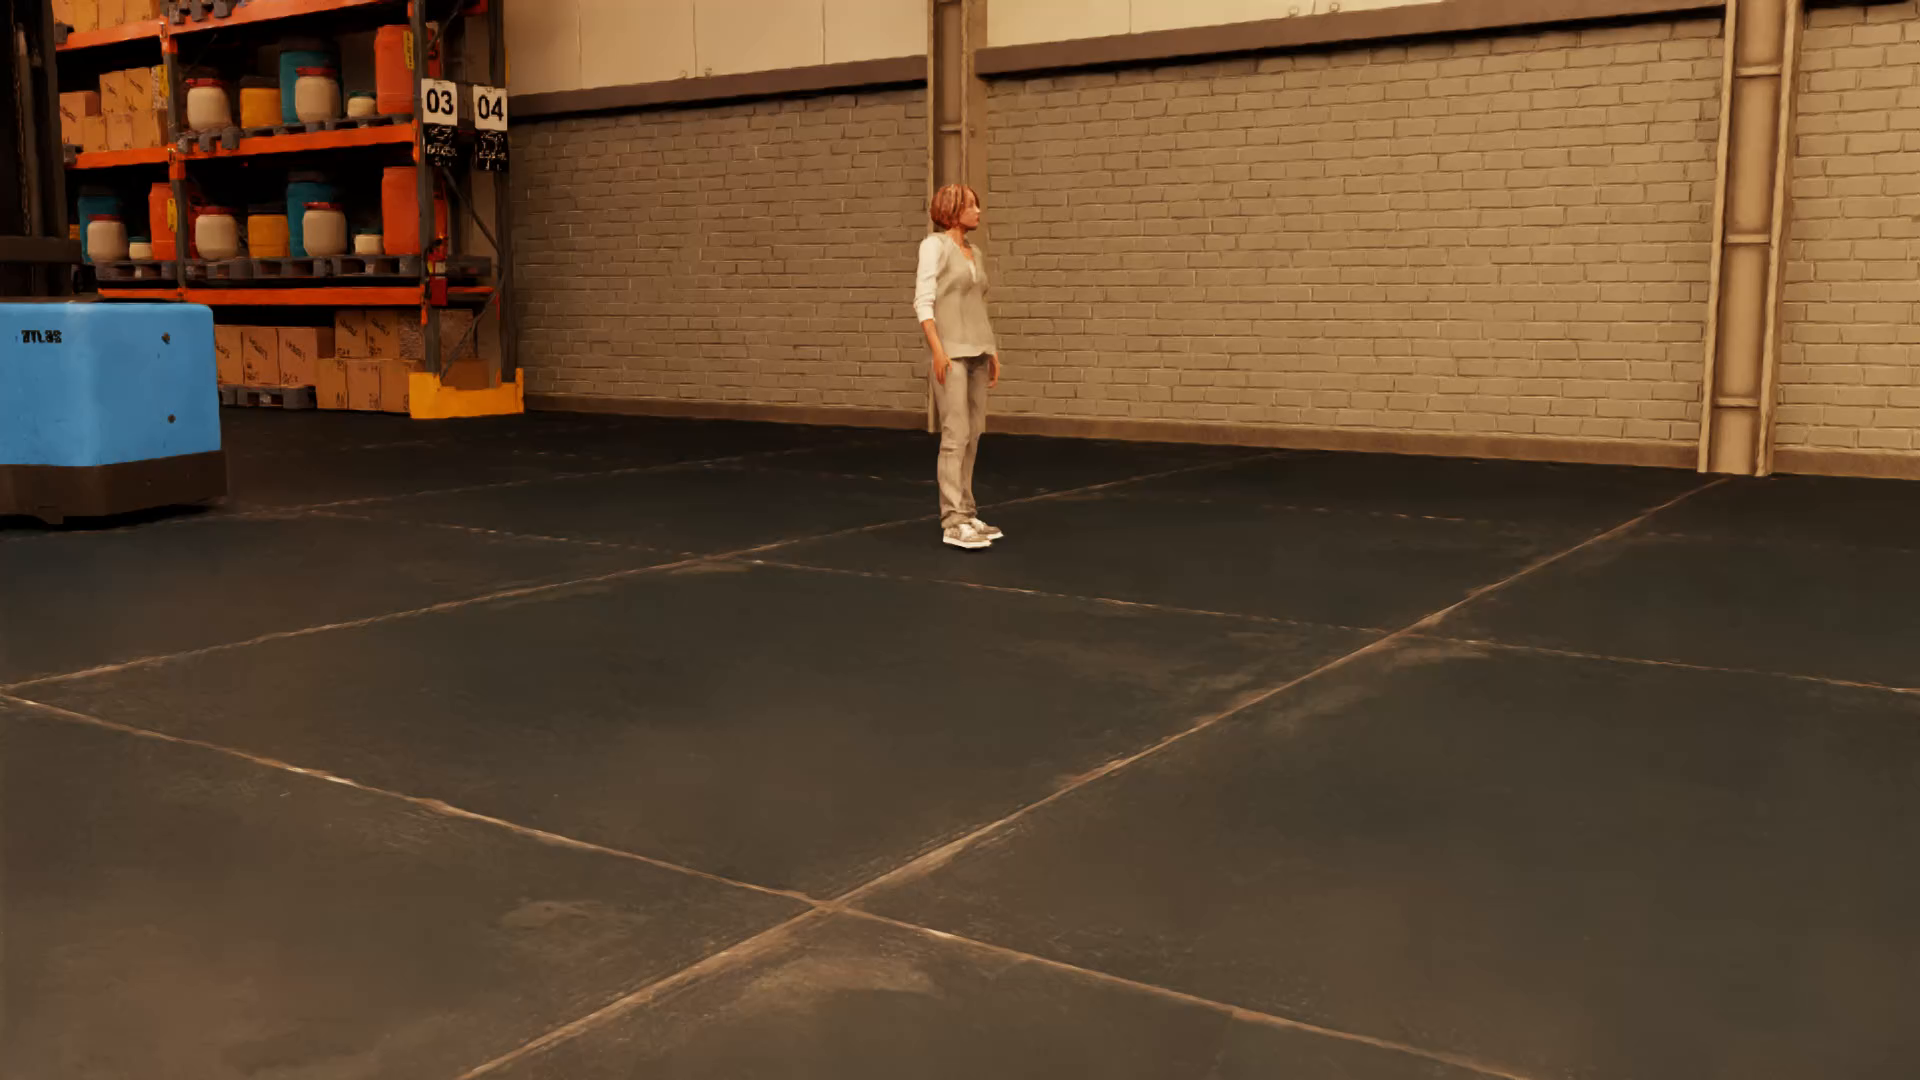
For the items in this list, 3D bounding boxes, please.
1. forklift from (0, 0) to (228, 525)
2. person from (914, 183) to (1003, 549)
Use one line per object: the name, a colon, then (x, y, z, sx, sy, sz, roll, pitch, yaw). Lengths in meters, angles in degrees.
forklift: (-5.439, -1.601, 8.454, 3.031, 2.935, 1.130, 2, 8, 12)
person: (0.054, -0.790, 7.438, 0.474, 1.597, 0.521, 5, 10, 34)
